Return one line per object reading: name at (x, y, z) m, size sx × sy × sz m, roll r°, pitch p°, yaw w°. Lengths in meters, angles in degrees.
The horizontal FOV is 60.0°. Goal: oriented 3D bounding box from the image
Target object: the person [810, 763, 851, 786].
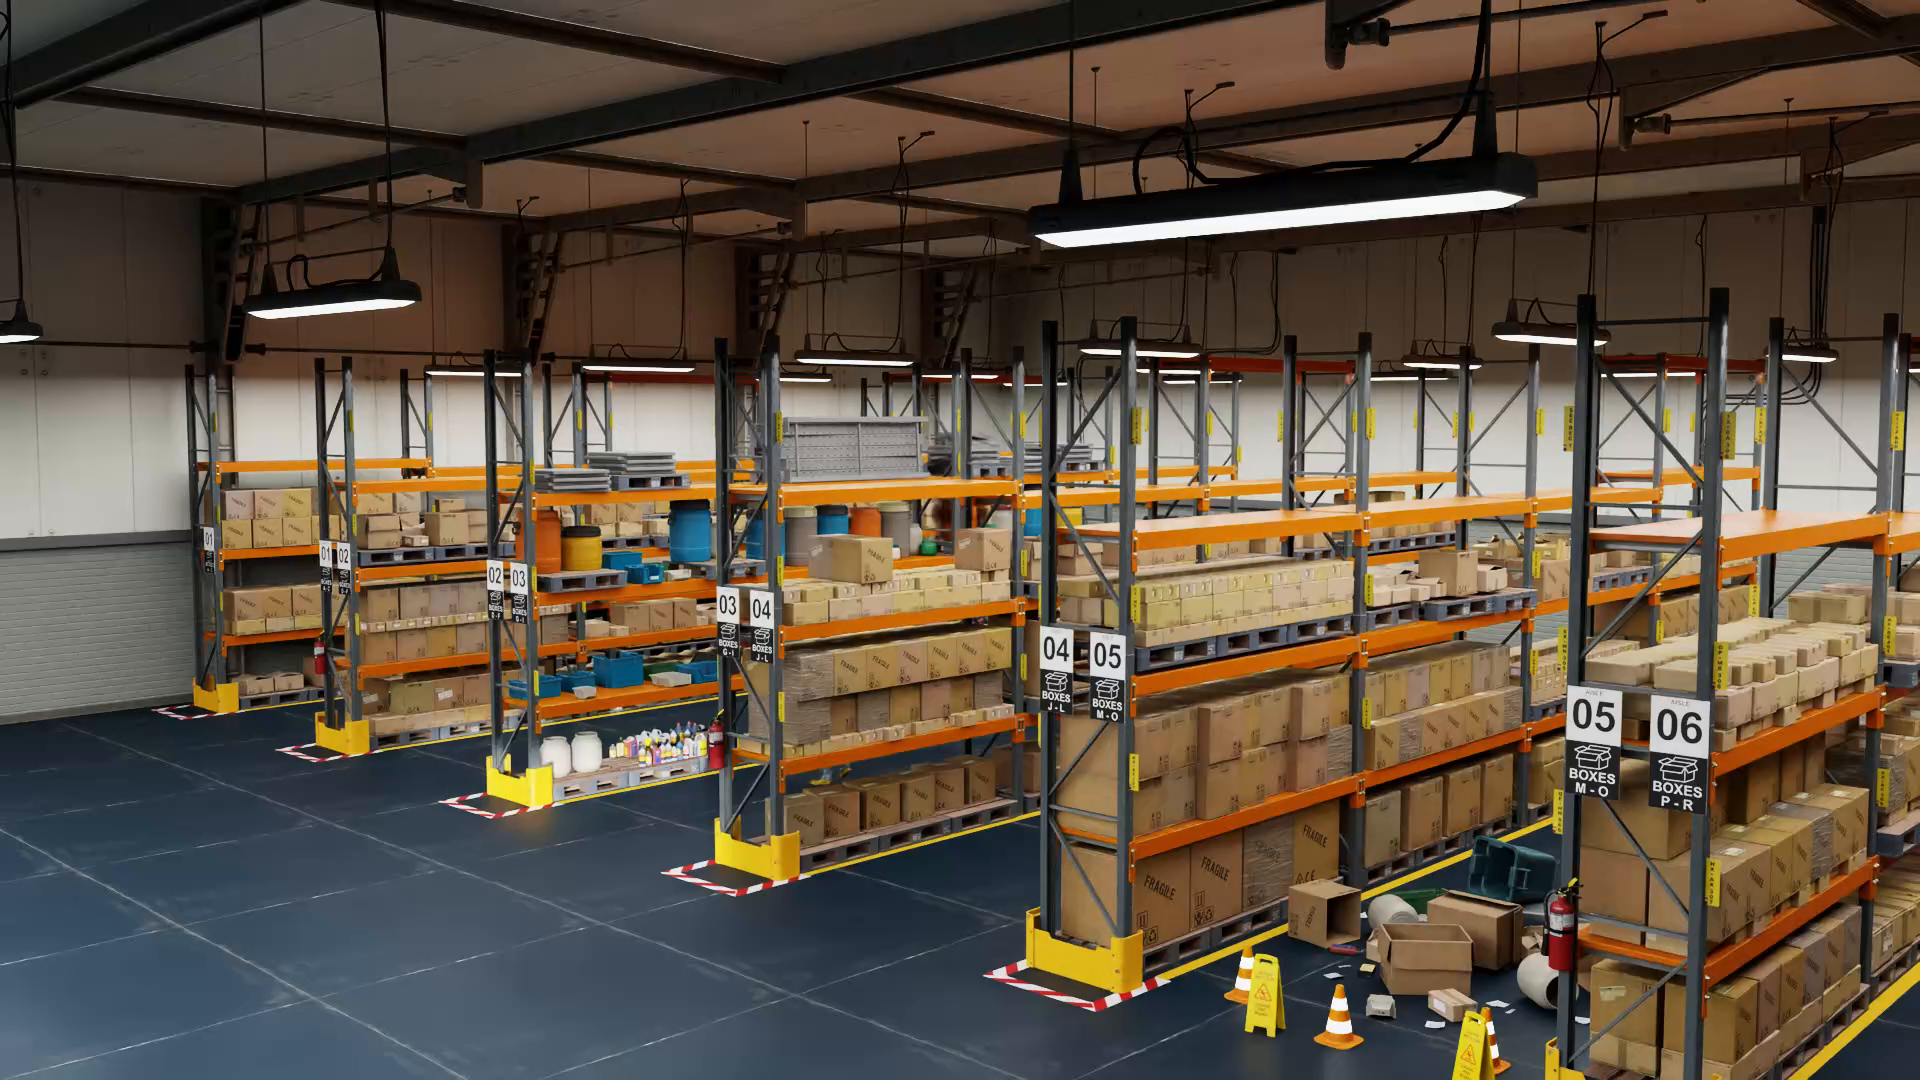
person at (-1.780, 2.498, 23.093) m, size 0.423 × 1.775 × 0.595 m, roll 2°, pitch 5°, yaw 24°
